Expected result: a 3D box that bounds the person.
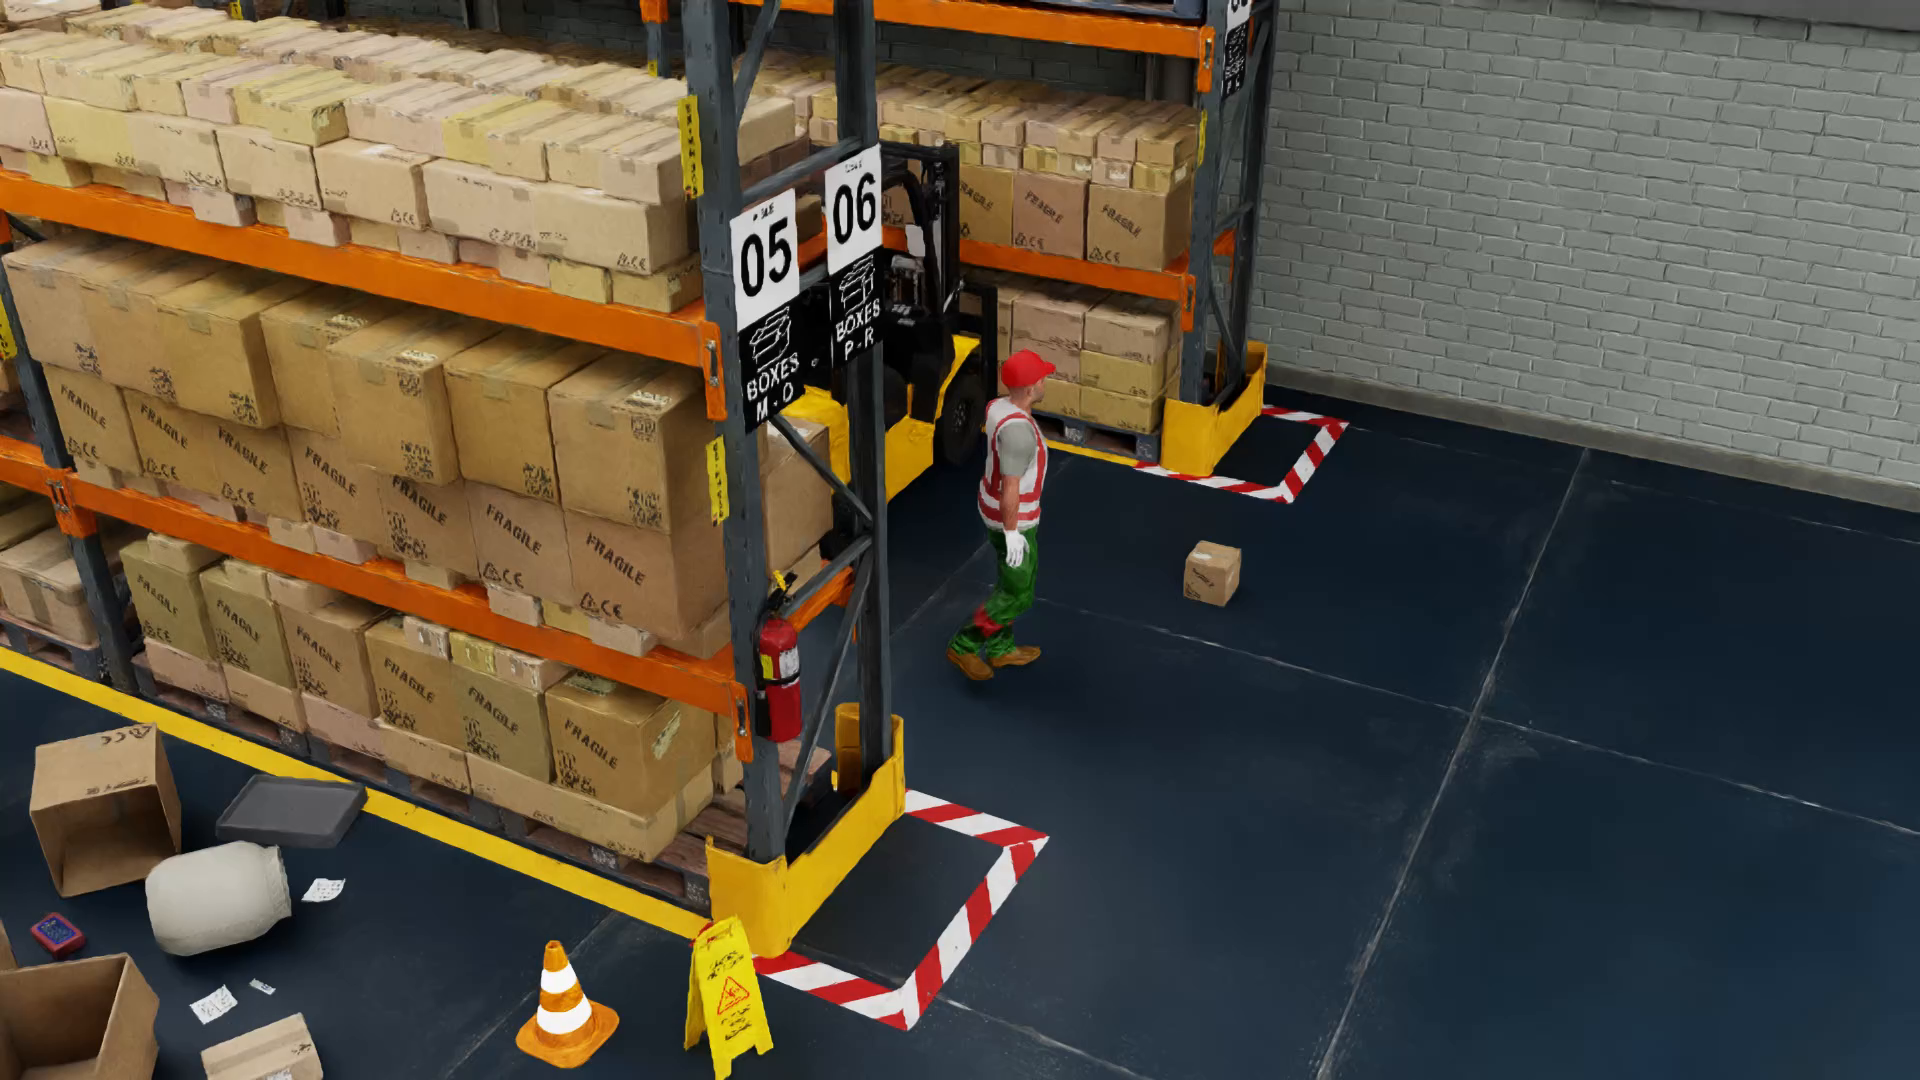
[{"bbox_3d":[0.194,-0.110,8.463,0.566,1.780,0.590,-3,30,-5],"label":"person"}]
